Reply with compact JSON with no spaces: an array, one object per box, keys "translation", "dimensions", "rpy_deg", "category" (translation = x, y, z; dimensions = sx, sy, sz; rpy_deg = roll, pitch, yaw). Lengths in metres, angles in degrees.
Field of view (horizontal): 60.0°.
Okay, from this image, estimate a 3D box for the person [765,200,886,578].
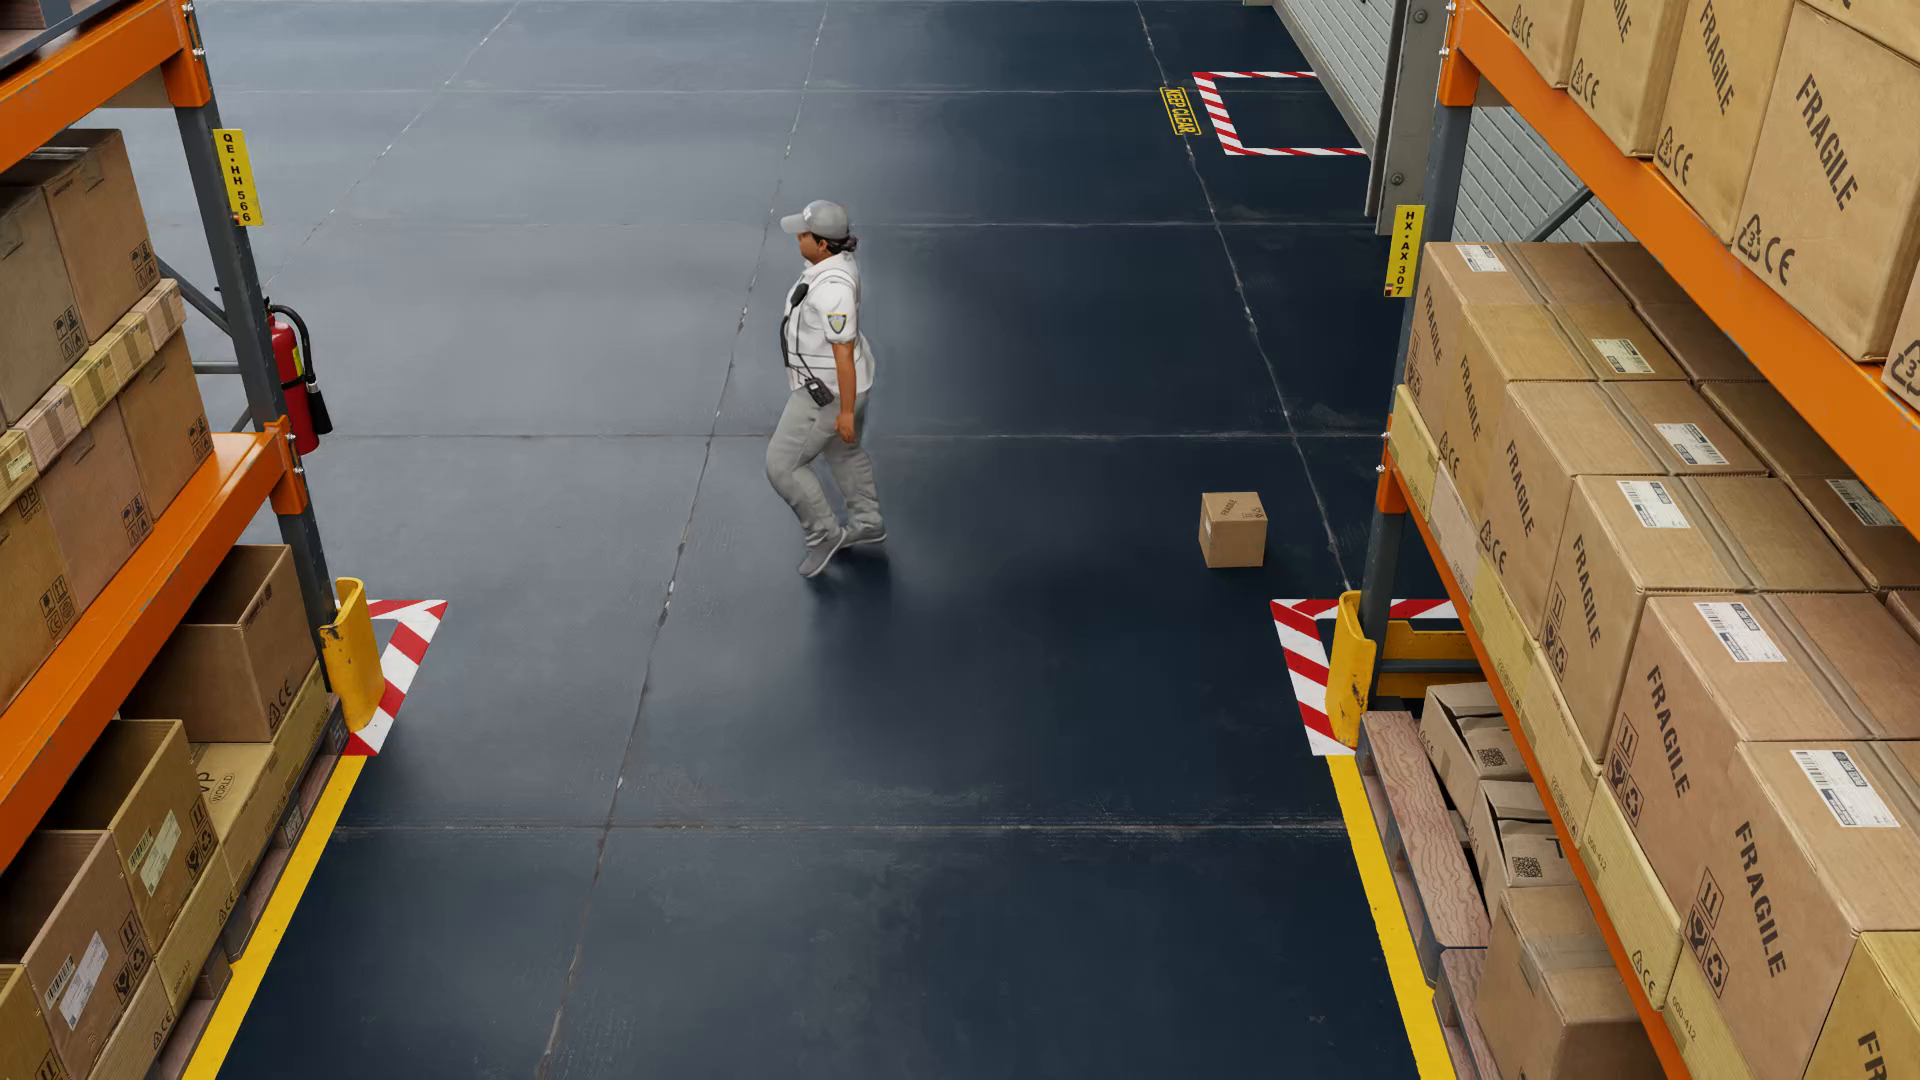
[{"translation":[-0.589,-0.636,7.168],"dimensions":[0.501,1.717,0.521],"rpy_deg":[1,32,1],"category":"person"}]
